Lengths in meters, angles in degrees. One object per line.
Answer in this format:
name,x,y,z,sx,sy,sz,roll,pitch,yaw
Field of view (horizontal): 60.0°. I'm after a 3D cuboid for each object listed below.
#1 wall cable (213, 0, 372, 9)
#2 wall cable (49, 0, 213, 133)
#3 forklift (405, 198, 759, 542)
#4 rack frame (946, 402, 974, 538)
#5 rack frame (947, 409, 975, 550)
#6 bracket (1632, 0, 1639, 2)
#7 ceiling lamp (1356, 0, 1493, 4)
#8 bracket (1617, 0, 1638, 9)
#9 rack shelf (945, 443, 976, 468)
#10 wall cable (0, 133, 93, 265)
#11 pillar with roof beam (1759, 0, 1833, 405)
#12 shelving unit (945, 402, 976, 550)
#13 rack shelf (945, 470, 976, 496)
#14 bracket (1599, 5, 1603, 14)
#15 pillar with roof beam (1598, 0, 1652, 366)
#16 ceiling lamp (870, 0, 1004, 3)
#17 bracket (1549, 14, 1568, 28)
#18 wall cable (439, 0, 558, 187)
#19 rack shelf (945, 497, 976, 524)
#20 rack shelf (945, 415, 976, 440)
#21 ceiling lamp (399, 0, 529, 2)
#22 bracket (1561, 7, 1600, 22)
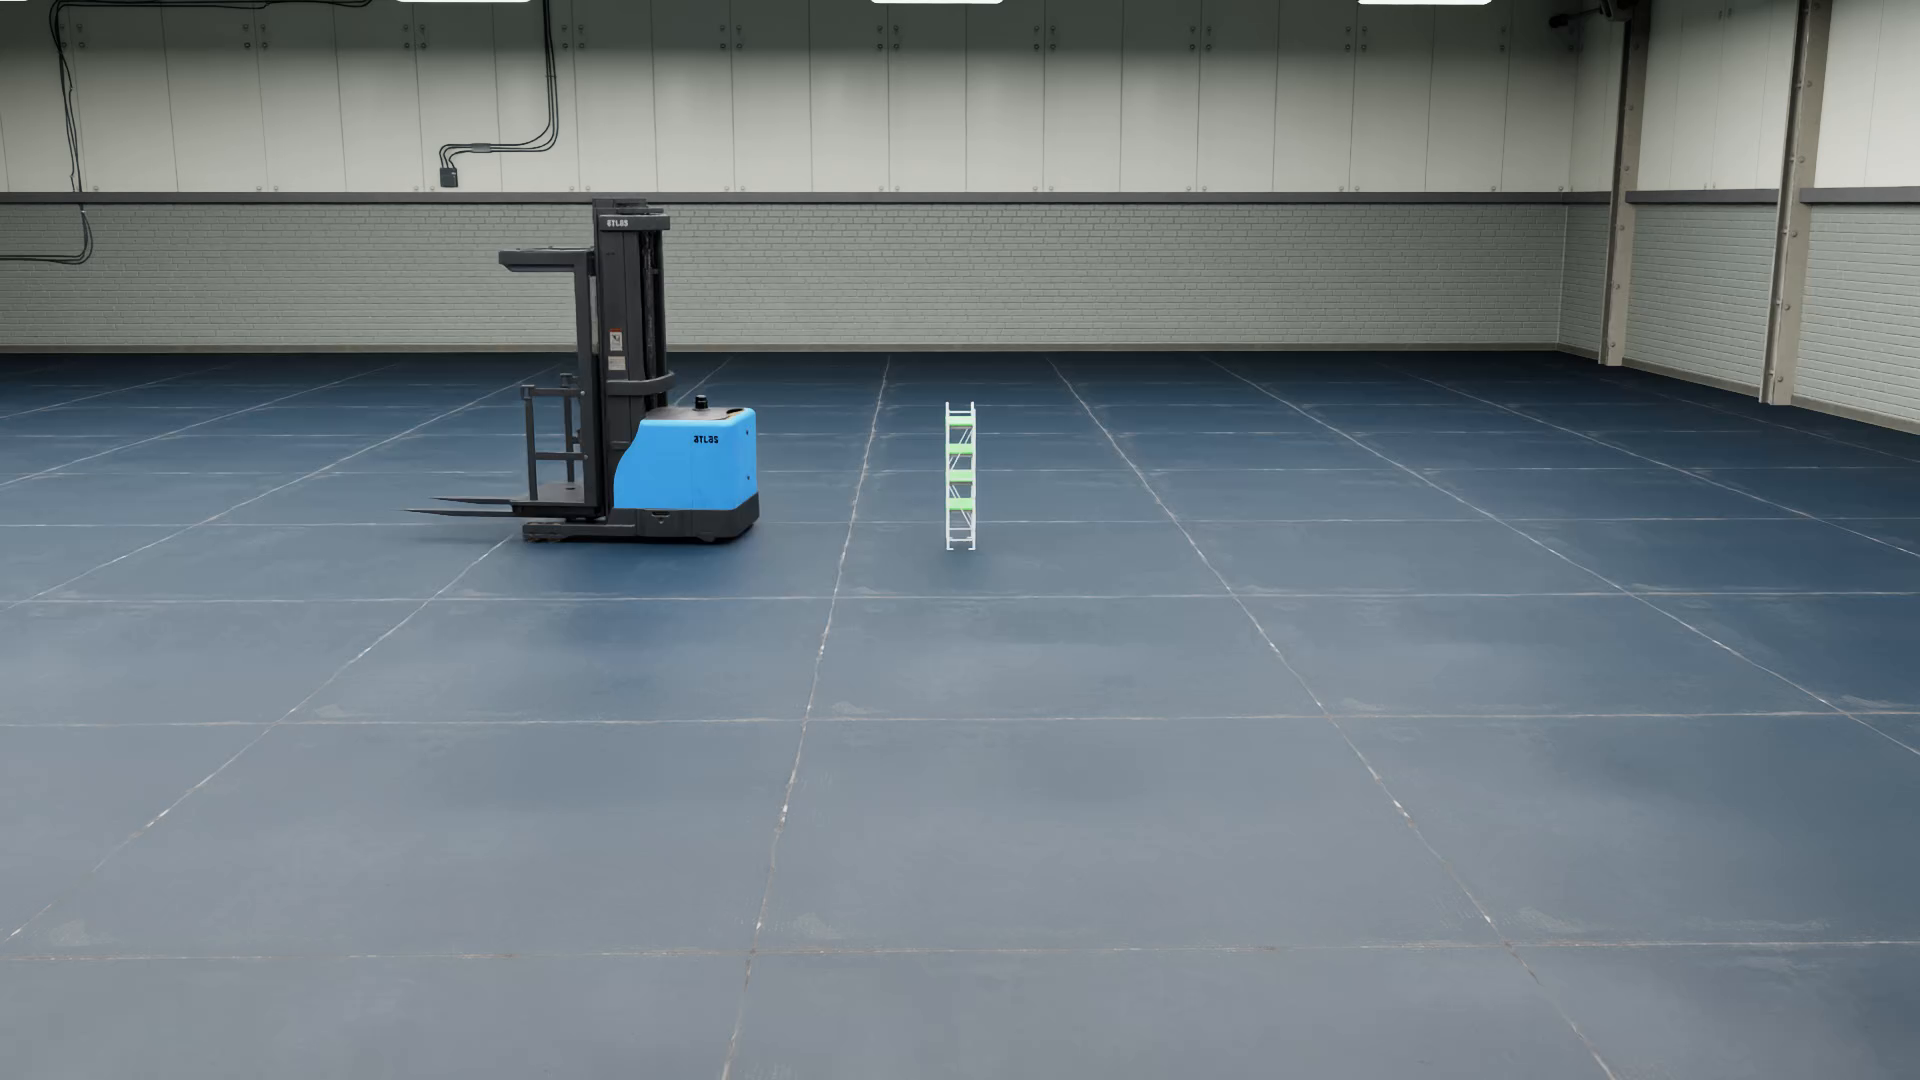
wall cable,-12.564,-11.278,31.185,3.097,2.526,0.112,0,11,-1
wall cable,-15.658,-9.036,31.574,3.097,2.526,0.112,0,11,-1
forklift,-3.388,-1.520,14.677,3.031,2.935,1.130,1,12,6
rack frame,-0.002,-0.604,14.517,0.240,1.200,0.015,0,11,-1
rack frame,0.008,-0.507,14.039,0.240,1.200,0.015,0,11,-1
bracket,11.576,-8.778,26.141,0.076,0.066,4.783,0,11,-1
ceiling lamp,6.990,-9.682,24.970,2.000,3.185,0.800,0,11,-1
bracket,11.523,-9.290,28.666,0.235,0.232,0.430,0,11,-1
rack shelf,0.003,-0.728,14.243,0.258,0.148,0.480,0,11,-1
wall cable,-18.363,-6.550,32.022,3.097,2.526,0.112,0,11,-1
pillar with roof beam,7.689,-6.400,23.471,9.100,9.000,0.400,0,11,-1
shelving unit,0.003,-0.555,14.278,0.258,1.200,0.503,0,11,-1
rack shelf,0.003,-0.492,14.290,0.258,0.148,0.480,0,11,-1
bracket,11.506,-9.455,29.479,0.235,0.232,0.430,0,11,-1
pillar with roof beam,7.565,-7.592,29.350,9.100,9.000,0.548,0,11,-1
ceiling lamp,-0.349,-9.652,24.822,2.000,3.185,0.800,0,11,-1
bracket,11.457,-9.926,31.801,0.235,0.232,0.430,0,11,-1
wall cable,-8.871,-9.774,31.551,2.305,6.003,0.169,0,11,-1
rack shelf,0.003,-0.257,14.338,0.258,0.148,0.480,0,11,-1
rack shelf,0.003,-0.963,14.195,0.258,0.148,0.480,0,11,-1
ceiling lamp,-7.407,-9.623,24.679,2.000,3.185,0.800,0,11,-1
bracket,11.469,-9.809,31.222,0.076,0.066,3.189,0,11,-1
